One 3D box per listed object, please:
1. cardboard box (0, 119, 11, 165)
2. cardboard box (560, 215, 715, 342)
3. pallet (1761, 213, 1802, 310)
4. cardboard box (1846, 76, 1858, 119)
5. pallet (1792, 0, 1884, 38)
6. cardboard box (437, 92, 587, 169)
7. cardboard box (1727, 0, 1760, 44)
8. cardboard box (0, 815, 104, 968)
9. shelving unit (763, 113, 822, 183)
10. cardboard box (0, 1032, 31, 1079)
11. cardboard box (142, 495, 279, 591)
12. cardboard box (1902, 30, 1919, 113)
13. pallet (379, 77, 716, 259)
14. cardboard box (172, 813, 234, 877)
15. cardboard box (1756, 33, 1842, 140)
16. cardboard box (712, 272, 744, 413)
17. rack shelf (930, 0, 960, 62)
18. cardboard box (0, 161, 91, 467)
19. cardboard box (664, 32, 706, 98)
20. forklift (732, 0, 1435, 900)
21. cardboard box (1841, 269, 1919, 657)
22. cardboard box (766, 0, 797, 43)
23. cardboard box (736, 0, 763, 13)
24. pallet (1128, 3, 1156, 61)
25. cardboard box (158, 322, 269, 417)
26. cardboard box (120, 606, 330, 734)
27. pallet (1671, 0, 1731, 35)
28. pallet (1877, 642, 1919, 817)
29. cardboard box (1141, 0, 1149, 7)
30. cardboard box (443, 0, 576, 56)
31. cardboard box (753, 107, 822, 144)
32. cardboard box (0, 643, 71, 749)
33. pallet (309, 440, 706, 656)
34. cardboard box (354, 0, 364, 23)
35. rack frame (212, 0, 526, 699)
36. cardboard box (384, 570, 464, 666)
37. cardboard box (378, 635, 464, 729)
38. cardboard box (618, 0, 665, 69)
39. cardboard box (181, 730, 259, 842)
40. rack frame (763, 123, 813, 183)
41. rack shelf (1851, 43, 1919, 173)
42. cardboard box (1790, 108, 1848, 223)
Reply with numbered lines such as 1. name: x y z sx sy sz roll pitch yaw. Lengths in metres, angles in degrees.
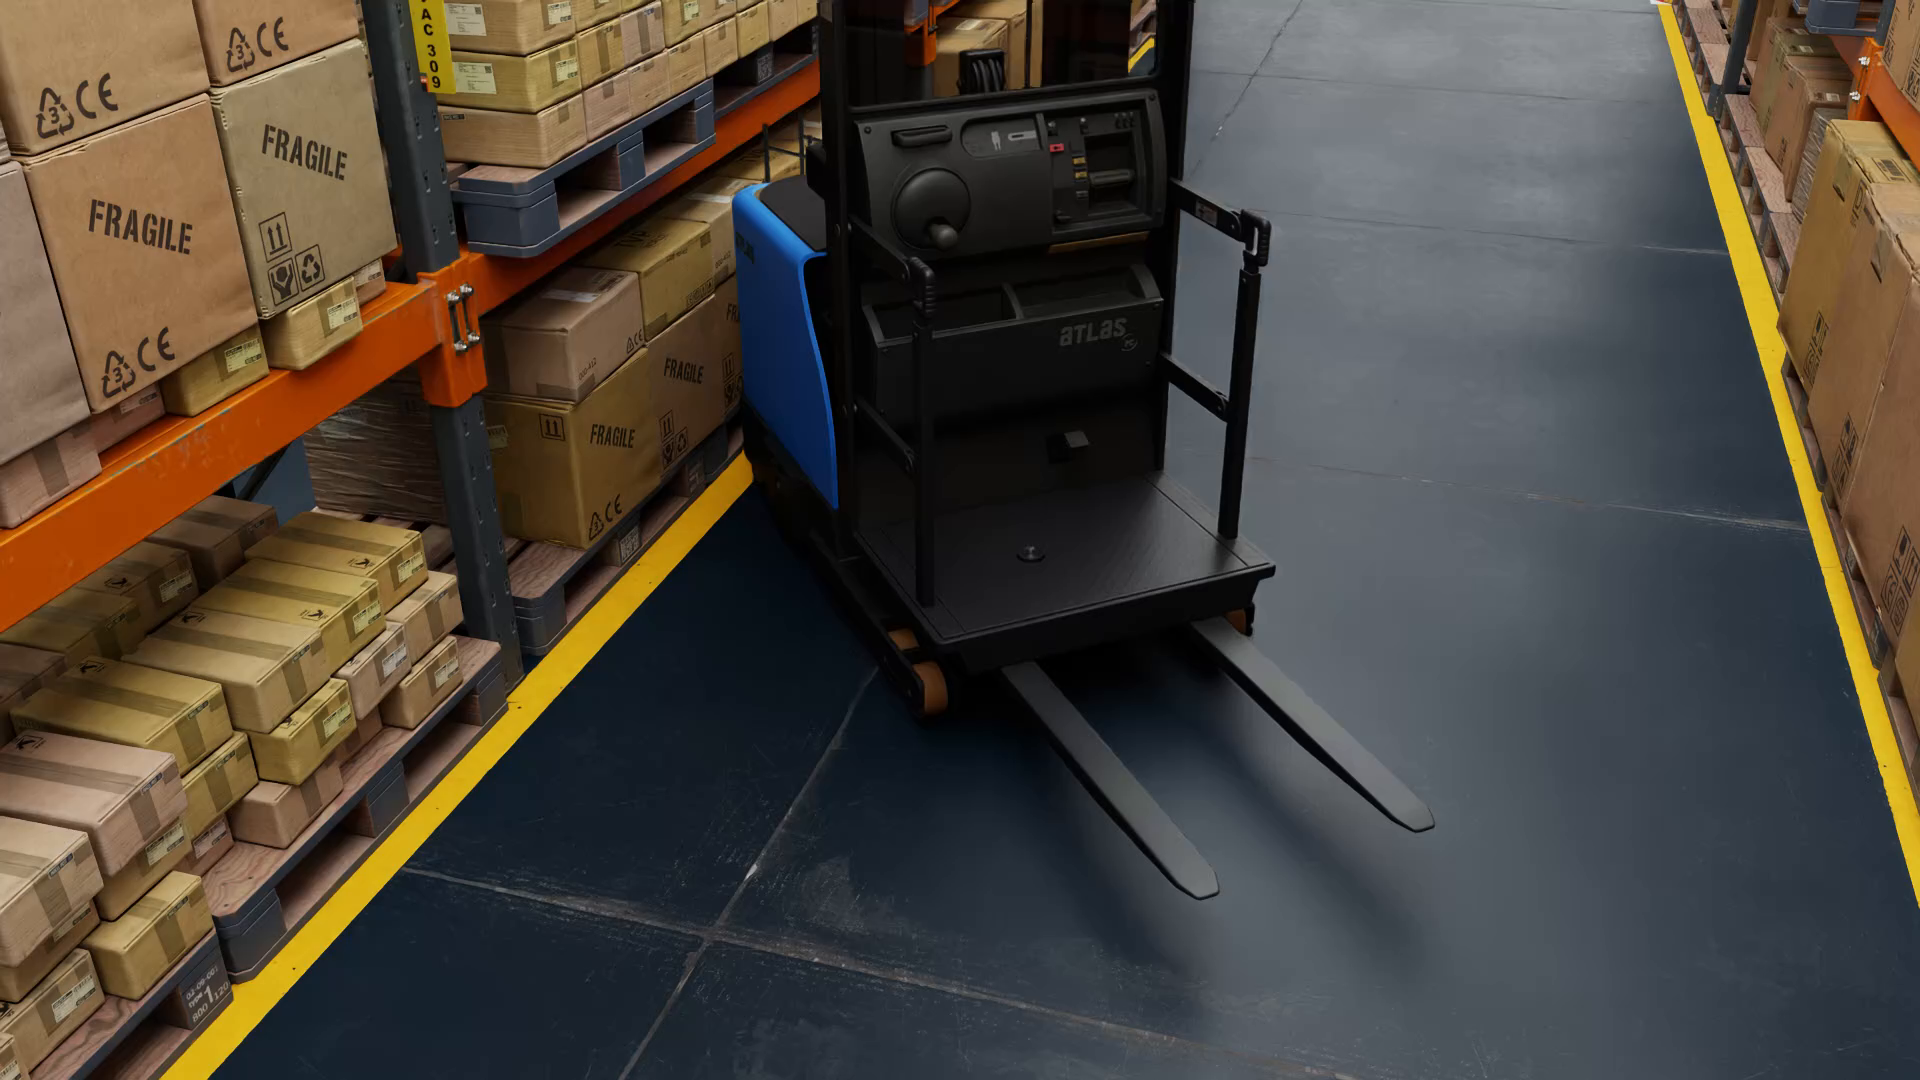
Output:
1. cardboard box: -1.992 -0.814 2.690 0.500 0.500 0.500 9 30 16
2. cardboard box: -1.179 -0.909 5.667 0.500 0.250 0.500 9 30 16
3. pallet: 4.315 -1.186 7.664 1.003 0.211 1.213 8 30 15
4. cardboard box: 4.398 -2.032 7.665 0.500 0.250 0.500 12 31 20
5. pallet: 4.191 -2.304 7.003 1.213 0.211 1.003 8 30 15
6. cardboard box: -1.247 -1.128 4.519 0.380 0.149 0.250 7 30 12
7. cardboard box: 5.682 -3.738 11.524 0.500 0.500 0.500 6 30 10
8. cardboard box: -1.970 0.684 3.323 0.380 0.149 0.250 7 30 13
9. shelving unit: -0.561 -0.969 6.253 0.258 1.200 0.189 22 36 33
10. cardboard box: -2.075 1.066 3.250 0.380 0.149 0.250 9 30 15
11. cardboard box: -2.101 -0.004 4.561 0.380 0.149 0.250 10 31 17
12. cardboard box: 3.532 -1.658 5.542 0.500 0.500 0.500 8 30 14
13. pallet: -1.439 -1.188 4.997 1.003 0.211 1.213 8 30 15
14. cardboard box: -1.957 0.702 3.903 0.380 0.149 0.250 8 30 14
15. cardboard box: 4.899 -2.499 9.275 0.700 0.500 0.500 8 30 15
16. cardboard box: -1.037 -0.825 6.287 0.500 0.500 0.500 9 30 16
17. rack shelf: -0.041 -3.411 9.536 1.077 0.370 4.000 8 30 15
18. cardboard box: -1.975 -0.374 2.927 0.500 0.500 0.500 8 30 15
19. cardboard box: -1.019 -1.490 5.169 0.380 0.149 0.250 9 30 15
20. forklift: 0.249 -1.002 4.536 1.130 2.935 3.031 -12 31 -20
21. cardboard box: 3.340 -0.153 4.693 1.225 0.875 0.875 7 30 13
22. cardboard box: -0.792 -1.852 5.821 0.380 0.149 0.250 7 30 13
23. cardboard box: -0.866 -1.869 5.544 0.380 0.149 0.250 8 30 14
24. pallet: 0.844 -3.779 12.325 1.003 0.211 1.213 8 30 15
25. cardboard box: -1.769 -0.410 3.660 0.380 0.149 0.250 10 31 17
26. cardboard box: -1.761 0.309 3.998 0.380 0.149 0.250 8 30 14
27. pallet: 6.137 -4.133 12.962 1.003 0.211 1.213 8 30 15
28. pallet: 3.064 0.667 4.334 1.003 0.211 1.213 8 30 15
29. cardboard box: 1.059 -4.612 12.708 0.875 0.875 0.875 9 30 15
30. cardboard box: -1.247 -1.388 4.374 0.380 0.149 0.250 10 31 17
31. cardboard box: -0.716 -1.623 6.951 0.500 0.250 0.500 9 30 16
32. cardboard box: -2.321 0.364 3.898 0.380 0.149 0.250 8 30 14
33. pallet: -1.575 -0.081 5.678 1.003 0.211 1.213 8 30 15
34. cardboard box: -1.871 -1.485 4.549 0.380 0.149 0.250 10 31 17
35. rack frame: -1.802 -0.937 4.349 1.000 3.000 0.127 8 30 15
36. cardboard box: -1.591 0.187 4.523 0.380 0.149 0.250 9 30 16
37. cardboard box: -1.592 0.356 4.525 0.380 0.149 0.250 9 30 16
38. cardboard box: -1.097 -1.499 4.879 0.380 0.149 0.250 9 30 16
39. cardboard box: -1.887 0.544 3.881 0.380 0.149 0.250 9 30 15
40. rack frame: -0.618 -0.934 6.191 0.240 1.200 0.006 22 36 33
41. rack shelf: 3.497 -0.797 4.838 1.077 0.370 4.000 8 30 15
42. cardboard box: 4.412 -1.715 7.866 0.700 0.500 0.500 6 30 11
